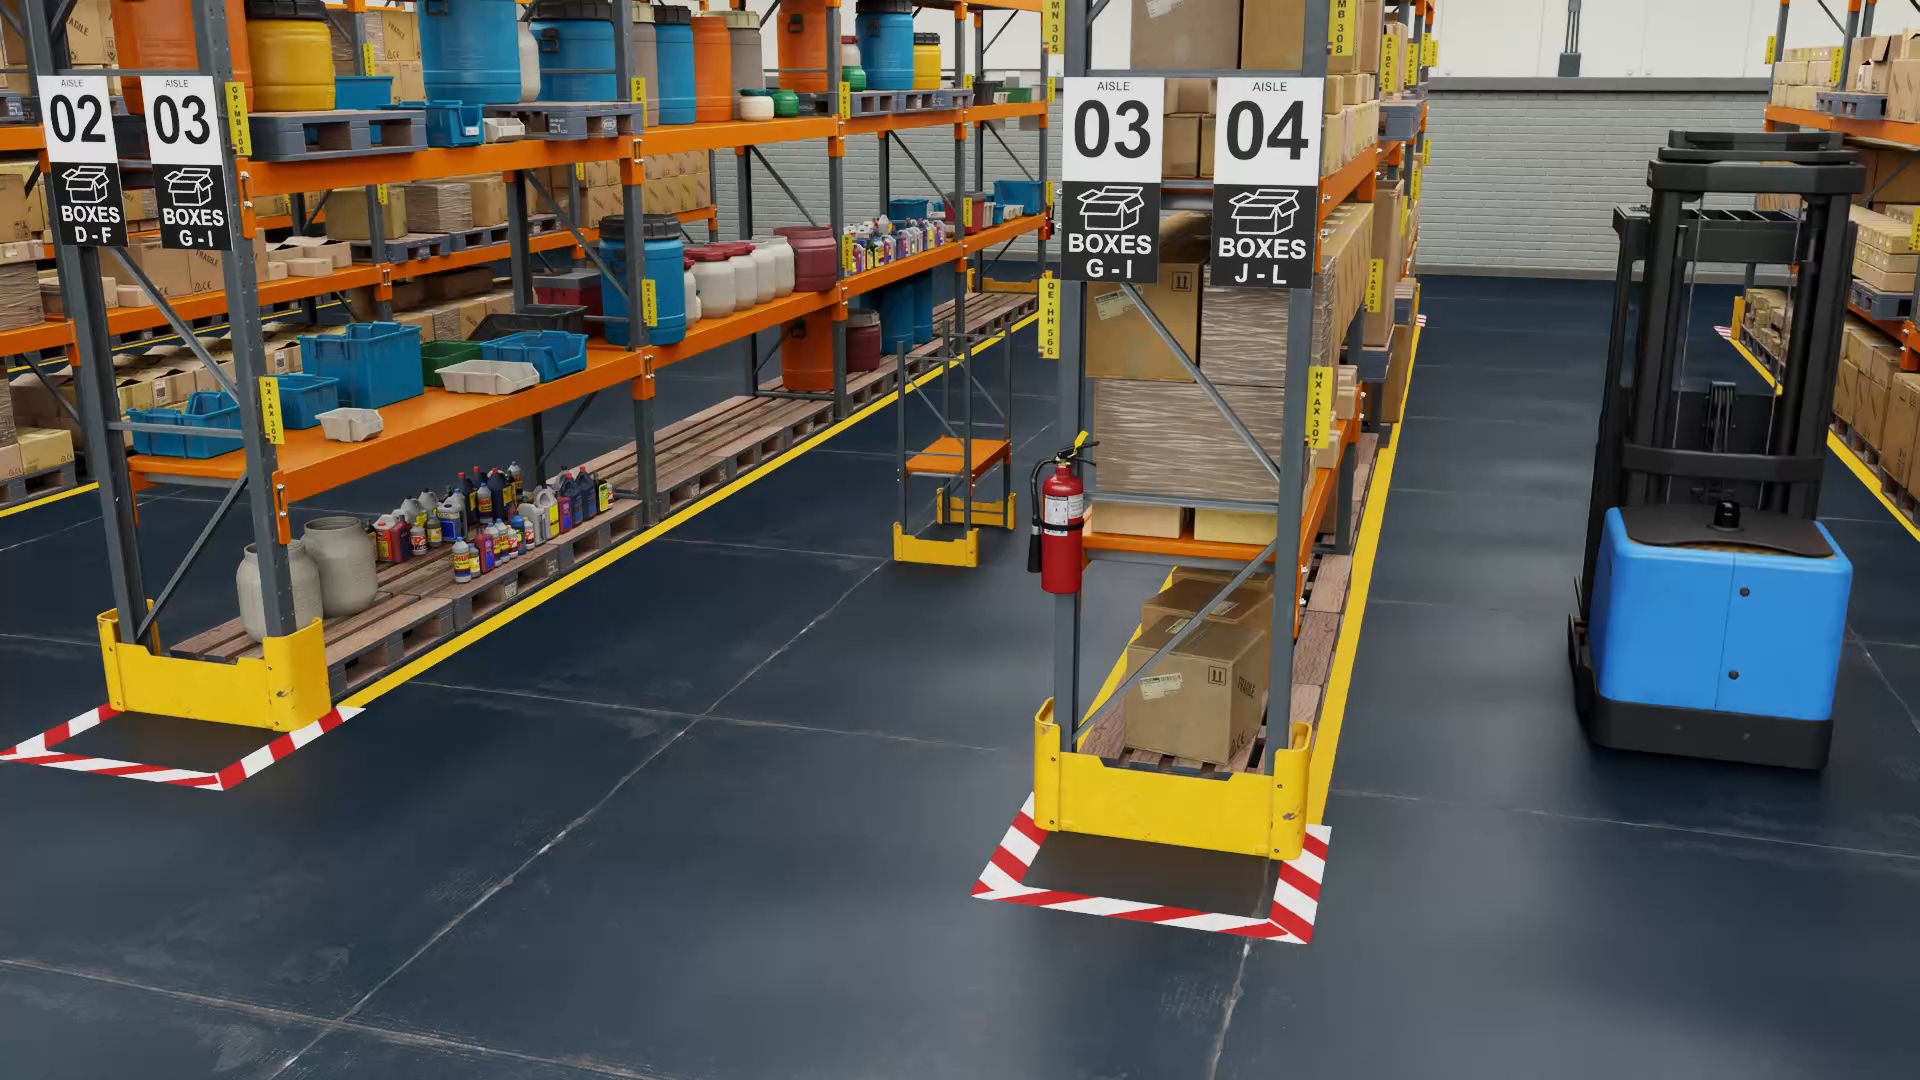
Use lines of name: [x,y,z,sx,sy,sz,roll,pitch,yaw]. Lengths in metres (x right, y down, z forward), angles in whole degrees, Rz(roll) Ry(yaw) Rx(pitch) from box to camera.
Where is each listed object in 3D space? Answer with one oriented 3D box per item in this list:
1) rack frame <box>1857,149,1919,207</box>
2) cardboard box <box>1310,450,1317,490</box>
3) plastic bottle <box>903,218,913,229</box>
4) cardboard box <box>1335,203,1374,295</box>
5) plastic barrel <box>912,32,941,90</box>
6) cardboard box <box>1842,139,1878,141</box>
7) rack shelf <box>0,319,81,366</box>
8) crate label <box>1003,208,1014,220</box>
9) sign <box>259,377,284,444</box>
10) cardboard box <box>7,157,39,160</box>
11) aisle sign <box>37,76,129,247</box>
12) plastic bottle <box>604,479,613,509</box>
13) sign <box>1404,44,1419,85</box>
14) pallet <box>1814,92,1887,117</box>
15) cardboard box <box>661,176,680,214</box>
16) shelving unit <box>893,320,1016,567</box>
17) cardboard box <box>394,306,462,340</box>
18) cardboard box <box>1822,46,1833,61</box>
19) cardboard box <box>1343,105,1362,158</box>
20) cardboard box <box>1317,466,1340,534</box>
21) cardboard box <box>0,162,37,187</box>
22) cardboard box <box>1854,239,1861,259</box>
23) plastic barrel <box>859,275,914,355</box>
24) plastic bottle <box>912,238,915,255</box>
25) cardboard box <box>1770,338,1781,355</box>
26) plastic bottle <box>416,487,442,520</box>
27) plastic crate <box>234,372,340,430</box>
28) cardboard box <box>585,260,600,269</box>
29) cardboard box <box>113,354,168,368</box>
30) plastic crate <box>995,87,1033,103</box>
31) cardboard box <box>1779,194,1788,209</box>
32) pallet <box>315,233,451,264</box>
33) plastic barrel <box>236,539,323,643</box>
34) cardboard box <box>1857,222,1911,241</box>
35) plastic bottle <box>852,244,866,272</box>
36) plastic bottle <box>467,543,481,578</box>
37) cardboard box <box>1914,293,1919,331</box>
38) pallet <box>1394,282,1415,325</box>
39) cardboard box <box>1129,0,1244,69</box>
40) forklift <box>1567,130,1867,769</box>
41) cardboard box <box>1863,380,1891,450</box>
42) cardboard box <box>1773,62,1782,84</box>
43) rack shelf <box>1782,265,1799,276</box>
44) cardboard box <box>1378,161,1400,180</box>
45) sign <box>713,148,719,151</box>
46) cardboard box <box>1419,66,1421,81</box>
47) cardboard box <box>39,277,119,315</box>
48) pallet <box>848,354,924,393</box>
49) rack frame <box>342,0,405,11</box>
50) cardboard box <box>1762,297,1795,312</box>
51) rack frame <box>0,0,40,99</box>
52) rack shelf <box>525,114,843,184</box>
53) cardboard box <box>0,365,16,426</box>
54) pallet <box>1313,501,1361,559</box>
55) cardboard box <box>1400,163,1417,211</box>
rack frame: [9.037,-2.880,16.486,1.000,3.000,0.127,5,16,16]
cardboard box: [1.513,-0.347,8.015,0.380,0.149,0.250,5,16,16]
plastic bottle: [-0.577,-3.348,18.228,0.144,0.351,0.185,5,16,16]
cardboard box: [2.172,-1.731,9.875,0.500,0.500,0.500,5,16,16]
plastic barrel: [-0.504,-5.156,17.900,0.600,0.588,0.600,0,16,0]
cardboard box: [10.138,-4.327,19.027,0.500,0.500,0.500,4,16,14]
rack shelf: [-8.029,-1.098,11.521,1.077,0.370,4.000,5,16,16]
crate label: [0.488,-4.247,21.678,0.396,0.136,0.243,5,16,16]
sign: [-3.323,-0.625,8.029,0.100,0.325,0.005,5,16,16]
cardboard box: [-10.894,-4.366,19.587,0.500,0.250,0.500,4,16,14]
aisle sign: [-4.154,-1.791,7.881,0.394,0.787,0.004,5,16,16]
plastic bottle: [-2.517,-0.328,11.812,0.097,0.201,0.097,0,16,0]
sign: [3.693,-3.894,13.616,0.100,0.325,0.005,5,16,16]
pallet: [8.759,-4.079,15.562,1.213,0.211,1.003,5,16,16]
cardboard box: [-4.208,-4.750,22.897,0.500,0.500,0.500,5,17,16]
shelving unit: [-0.022,-0.702,11.554,0.587,1.500,1.083,5,16,16]
cardboard box: [-5.777,-2.257,18.065,0.500,0.500,0.500,4,16,14]
cardboard box: [8.958,-4.923,16.821,0.380,0.149,0.250,5,16,16]
cardboard box: [1.713,-2.030,8.266,0.500,0.250,0.500,5,17,18]
cardboard box: [2.231,-0.366,11.398,0.700,0.500,0.500,3,16,12]
cardboard box: [-10.690,-4.065,18.524,0.500,0.250,0.500,5,17,17]
cardboard box: [7.895,-2.492,14.263,0.380,0.149,0.250,5,16,15]
plastic barrel: [-0.811,-2.541,18.368,0.600,0.901,0.708,5,16,16]
plastic bottle: [-0.533,-3.156,17.824,0.097,0.201,0.097,0,16,0]
cardboard box: [9.115,-2.110,18.227,0.380,0.149,0.250,5,16,16]
plastic bottle: [-3.514,-0.180,11.014,0.144,0.351,0.185,4,16,15]
plastic crate: [-3.804,-0.788,9.382,0.499,0.251,0.408,5,16,16]
cardboard box: [-4.658,-3.563,22.662,0.797,0.503,0.637,5,16,16]
cardboard box: [-7.334,-1.511,14.903,0.500,0.311,0.500,5,16,16]
plastic crate: [0.691,-5.783,21.611,0.450,0.188,0.336,5,16,16]
cardboard box: [9.363,-3.619,18.362,0.500,0.500,0.500,4,16,14]
pallet: [-6.198,-3.104,17.628,1.213,0.211,1.003,5,16,16]
plastic barrel: [-3.735,0.281,9.131,0.421,0.512,0.421,0,16,0]
cardboard box: [7.894,-2.631,14.210,0.380,0.149,0.250,5,16,16]
plastic bottle: [-1.011,-2.778,16.354,0.152,0.276,0.135,5,16,16]
plastic bottle: [-3.006,0.122,10.225,0.097,0.201,0.097,0,16,0]
cardboard box: [7.513,-1.785,12.443,0.500,0.500,0.500,5,17,16]
pallet: [3.073,-1.958,13.585,1.213,0.211,1.003,5,16,16]
cardboard box: [1.097,-2.451,7.834,0.500,0.500,0.500,5,16,16]
forklift: [4.005,-0.696,8.913,1.130,2.935,3.031,5,17,16]
cardboard box: [7.836,-1.025,13.759,0.500,0.500,0.500,5,16,16]
cardboard box: [9.797,-5.441,19.375,0.500,0.250,0.500,5,17,17]
rack shelf: [9.605,-3.057,18.429,1.077,0.370,4.000,5,16,16]
cardboard box: [4.136,-3.654,17.193,0.797,0.503,0.637,4,16,14]
sign: [-3.524,-5.768,23.965,0.100,0.325,0.005,5,16,16]
cardboard box: [5.350,-5.939,20.637,0.700,0.500,0.500,4,16,13]
cardboard box: [-7.362,-2.027,13.755,0.500,0.250,0.500,6,17,19]
pallet: [-1.043,-1.815,17.841,1.003,0.211,1.213,5,16,16]
rack frame: [-8.801,-8.376,24.869,1.000,3.000,0.127,5,16,16]
cardboard box: [9.550,-2.724,19.300,0.380,0.149,0.250,4,16,13]
rack frame: [-7.461,-4.853,12.449,1.000,3.000,0.127,5,16,16]
rack shelf: [-2.144,-3.202,13.444,1.077,0.370,4.000,5,16,16]
cardboard box: [-7.892,-1.110,13.141,0.500,0.500,0.500,5,16,16]
pallet: [2.256,-0.060,11.655,1.003,0.211,1.213,5,16,16]
cardboard box: [4.838,-3.956,18.637,0.500,0.500,0.500,5,16,16]
